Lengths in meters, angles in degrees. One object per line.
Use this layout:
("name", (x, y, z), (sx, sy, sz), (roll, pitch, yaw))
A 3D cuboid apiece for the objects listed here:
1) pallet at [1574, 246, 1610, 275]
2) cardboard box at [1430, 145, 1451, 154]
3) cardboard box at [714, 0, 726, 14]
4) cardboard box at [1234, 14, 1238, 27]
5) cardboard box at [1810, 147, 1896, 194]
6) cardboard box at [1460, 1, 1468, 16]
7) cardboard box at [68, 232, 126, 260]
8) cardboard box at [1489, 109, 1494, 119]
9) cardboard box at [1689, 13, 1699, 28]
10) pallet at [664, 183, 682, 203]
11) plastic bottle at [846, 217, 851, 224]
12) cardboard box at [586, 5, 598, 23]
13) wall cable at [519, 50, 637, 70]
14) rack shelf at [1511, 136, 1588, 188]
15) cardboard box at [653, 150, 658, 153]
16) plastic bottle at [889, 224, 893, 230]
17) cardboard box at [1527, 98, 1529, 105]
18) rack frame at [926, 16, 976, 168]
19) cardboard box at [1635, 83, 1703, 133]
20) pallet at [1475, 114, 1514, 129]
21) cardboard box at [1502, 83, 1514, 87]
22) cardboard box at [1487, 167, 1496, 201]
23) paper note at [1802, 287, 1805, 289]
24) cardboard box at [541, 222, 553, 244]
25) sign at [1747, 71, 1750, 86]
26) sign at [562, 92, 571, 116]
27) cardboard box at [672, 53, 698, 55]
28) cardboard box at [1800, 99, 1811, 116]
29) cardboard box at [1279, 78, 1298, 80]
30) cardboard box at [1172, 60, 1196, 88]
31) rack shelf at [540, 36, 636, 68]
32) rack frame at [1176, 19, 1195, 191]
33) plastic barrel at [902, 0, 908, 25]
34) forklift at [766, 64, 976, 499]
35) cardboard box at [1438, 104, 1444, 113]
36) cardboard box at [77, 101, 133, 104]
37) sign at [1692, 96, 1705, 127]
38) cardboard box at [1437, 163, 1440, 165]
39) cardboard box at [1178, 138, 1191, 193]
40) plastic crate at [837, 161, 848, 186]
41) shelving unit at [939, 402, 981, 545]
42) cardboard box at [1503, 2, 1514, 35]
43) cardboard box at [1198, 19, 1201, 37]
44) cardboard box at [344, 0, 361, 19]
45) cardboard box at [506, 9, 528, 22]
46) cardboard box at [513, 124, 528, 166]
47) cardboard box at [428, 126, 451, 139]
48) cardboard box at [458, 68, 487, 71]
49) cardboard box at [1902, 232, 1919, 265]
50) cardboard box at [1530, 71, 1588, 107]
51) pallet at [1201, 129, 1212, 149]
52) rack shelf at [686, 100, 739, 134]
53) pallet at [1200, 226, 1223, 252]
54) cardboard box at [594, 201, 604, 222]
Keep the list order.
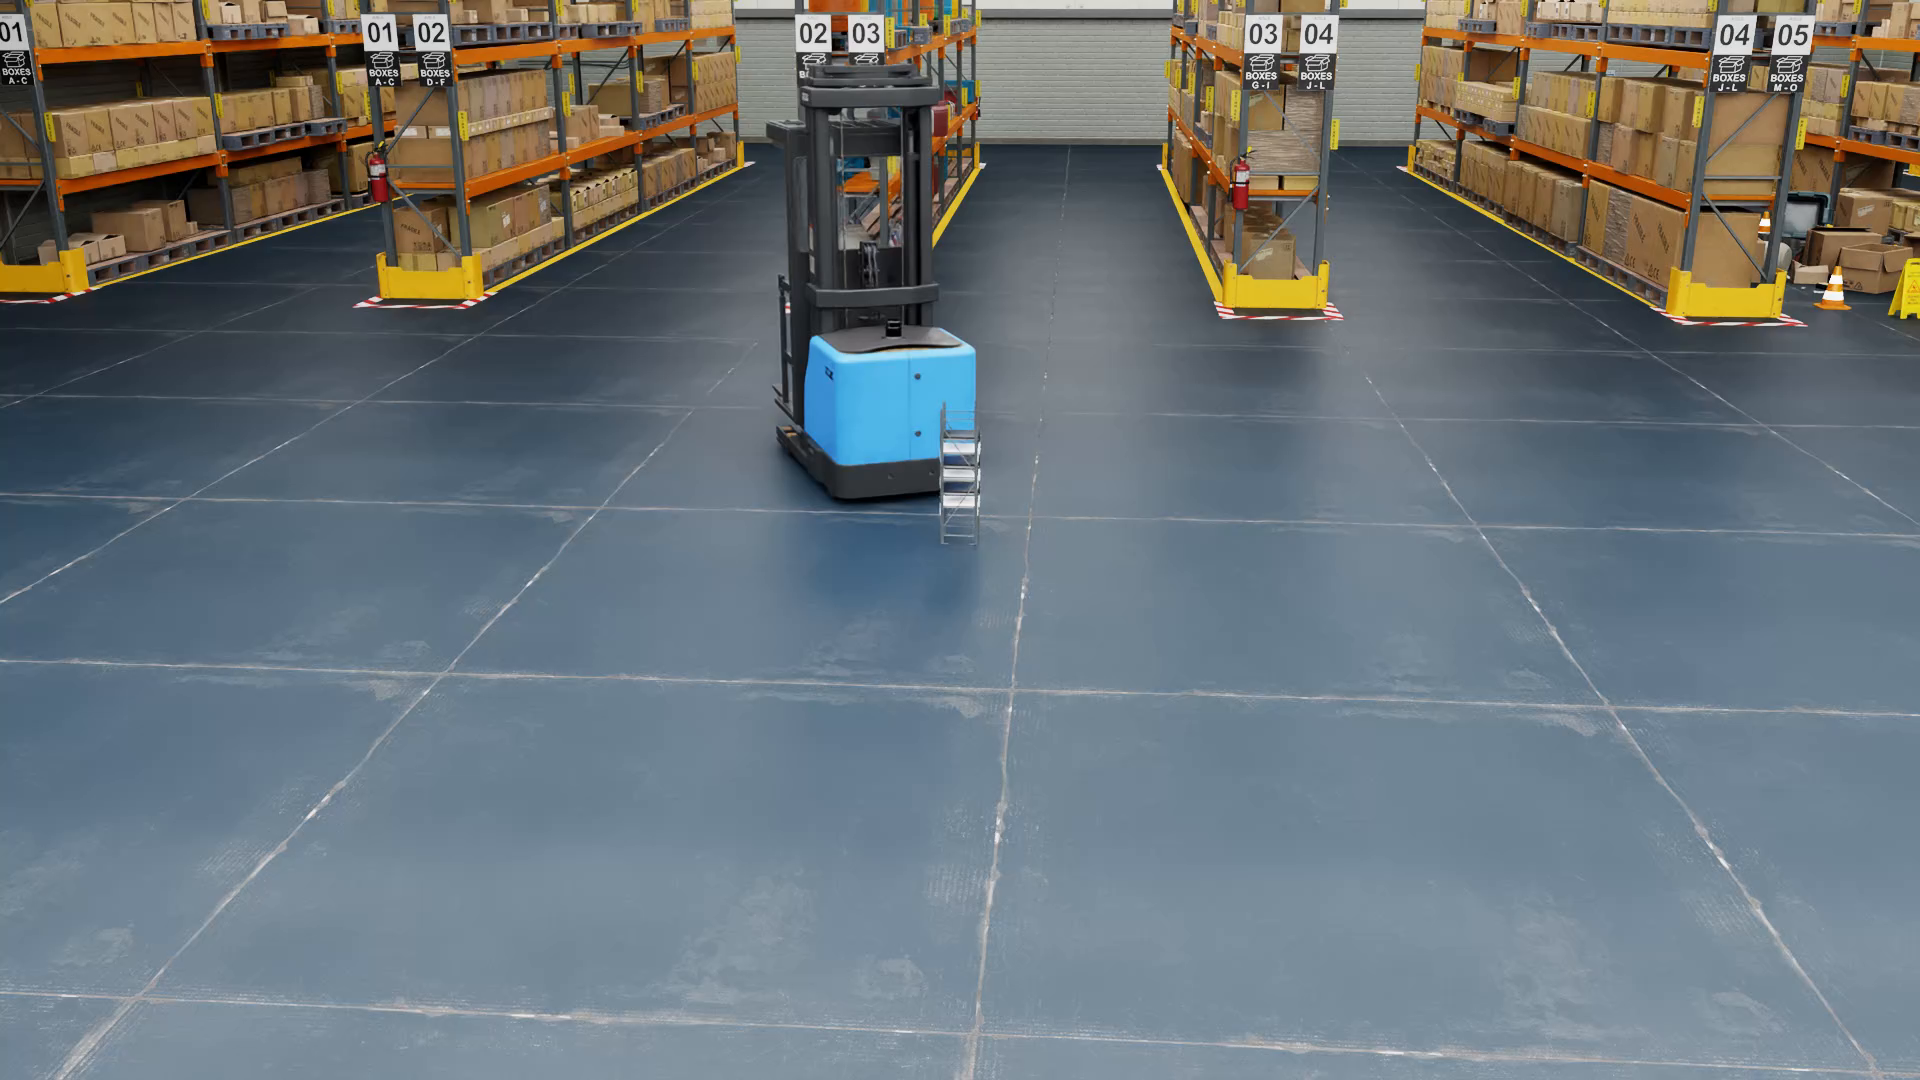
("pallet", (8.708, -3.648, 21.718), (1.003, 0.211, 1.213), (1, 18, 4))
("cardboard box", (9.249, -7.498, 31.937), (0.380, 0.149, 0.250), (2, 18, 5))
("cardboard box", (-4.938, -10.570, 32.986), (0.500, 0.250, 0.500), (1, 18, 4))
("cardboard box", (3.362, -5.989, 19.165), (0.380, 0.149, 0.250), (1, 18, 4))
("cardboard box", (14.204, -5.774, 26.464), (0.875, 0.875, 0.875), (1, 18, 3))
("cardboard box", (9.193, -9.433, 29.515), (0.500, 0.250, 0.500), (0, 18, 1))
("cardboard box", (-11.028, -3.761, 21.194), (0.500, 0.311, 0.500), (3, 18, 8))
("cardboard box", (8.741, -6.851, 26.742), (0.380, 0.149, 0.250), (2, 18, 5))
("cardboard box", (8.258, -5.708, 18.276), (0.380, 0.149, 0.250), (1, 18, 4))
("pallet", (-5.512, -6.098, 29.195), (1.003, 0.211, 1.213), (1, 18, 4))
("plastic bottle", (-1.512, -4.169, 22.377), (0.144, 0.351, 0.185), (2, 18, 5))
("cardboard box", (-5.742, -7.885, 24.920), (0.500, 0.250, 0.500), (1, 18, 3))
("wall cable", (-9.299, -12.532, 39.705), (3.097, 2.526, 0.112), (1, 18, 4))
("rack shelf", (8.983, -5.487, 24.007), (1.077, 0.370, 4.000), (1, 18, 4))
("cardboard box", (-5.712, -6.767, 30.067), (0.500, 0.500, 0.500), (2, 18, 5))
("plastic bottle", (-0.962, -4.105, 22.300), (0.152, 0.276, 0.135), (1, 18, 4))
("cardboard box", (9.432, -7.140, 27.148), (0.380, 0.149, 0.250), (1, 18, 4))
("rack frame", (-0.180, -9.187, 34.144), (1.000, 3.000, 0.127), (1, 18, 4))
("cardboard box", (8.650, -5.176, 19.926), (0.875, 0.550, 0.500), (1, 18, 4))
("pallet", (9.228, -6.975, 27.700), (1.003, 0.211, 1.213), (1, 18, 4))
("cardboard box", (9.541, -7.763, 28.570), (0.380, 0.149, 0.250), (1, 18, 2))
("cardboard box", (8.954, -5.833, 27.248), (0.500, 0.500, 0.500), (2, 18, 6))
("paper note", (10.301, -3.080, 20.308), (0.032, 0.001, 0.123), (12, 22, 32))
("cardboard box", (-5.841, -4.161, 22.546), (0.500, 0.250, 0.500), (1, 18, 4))
("sign", (13.804, -8.074, 29.230), (0.100, 0.325, 0.005), (1, 18, 4))
("sign", (-5.427, -6.009, 22.928), (0.100, 0.325, 0.005), (1, 18, 4))
("cardboard box", (-5.486, -9.372, 32.942), (0.500, 0.500, 0.500), (2, 18, 5))
("cardboard box", (13.902, -7.012, 26.944), (0.500, 0.250, 0.500), (1, 18, 2))
("cardboard box", (4.002, -5.247, 19.874), (0.500, 0.500, 0.500), (1, 18, 4))
("cardboard box", (4.390, -9.044, 32.265), (0.500, 0.500, 0.500), (1, 18, 2))
("rack shelf", (-5.837, -7.277, 24.652), (1.077, 0.370, 4.000), (1, 18, 4))
("rack frame", (4.474, -7.835, 30.016), (1.000, 3.000, 0.127), (1, 18, 4))
("plastic barrel", (-1.076, -7.879, 24.644), (0.600, 0.830, 0.708), (1, 18, 4))
("forklift", (-0.815, -2.100, 12.626), (1.130, 2.935, 3.031), (-6, 19, -17))
("cardboard box", (9.241, -8.154, 31.395), (0.380, 0.149, 0.250), (2, 18, 5))
("cardboard box", (-11.246, -5.520, 21.955), (0.500, 0.500, 0.500), (2, 18, 5))
("sign", (8.013, -4.645, 18.041), (0.100, 0.325, 0.005), (1, 18, 4))
("cardboard box", (9.262, -7.068, 31.579), (0.380, 0.149, 0.250), (2, 18, 5))
("cardboard box", (4.329, -6.273, 27.987), (1.225, 0.875, 0.875), (1, 18, 4))
("plastic crate", (-1.589, -4.310, 19.497), (0.499, 0.251, 0.616), (1, 18, 4))
("shelving unit", (0.001, -0.430, 10.791), (0.258, 0.900, 0.210), (1, 18, 4))
("cardboard box", (8.937, -8.262, 26.341), (0.500, 0.500, 0.500), (1, 18, 4))
("cardboard box", (3.899, -7.806, 25.352), (0.500, 0.250, 0.500), (2, 18, 5))
("cardboard box", (-10.619, -9.095, 28.178), (0.700, 0.500, 0.500), (2, 18, 7))
("cardboard box", (-5.794, -6.764, 21.434), (0.380, 0.149, 0.250), (1, 18, 4))
("cardboard box", (-6.077, -5.162, 21.699), (0.700, 0.500, 0.500), (2, 18, 5))
("cardboard box", (-6.024, -4.803, 19.561), (0.380, 0.149, 0.250), (1, 18, 4))
("cardboard box", (-10.129, -9.166, 33.598), (0.980, 0.700, 0.700), (1, 18, 3))
("cardboard box", (12.351, -3.640, 21.224), (0.500, 0.500, 0.500), (17, 25, 41))
("cardboard box", (9.085, -6.834, 25.194), (0.700, 0.500, 0.500), (1, 18, 4))
("pallet", (4.086, -5.885, 24.375), (1.003, 0.211, 1.213), (1, 18, 4))
("rack shelf", (-5.264, -8.336, 32.702), (1.077, 0.370, 4.000), (1, 18, 4))
("pallet", (3.954, -4.267, 23.605), (1.003, 0.211, 1.213), (1, 18, 4))
("cardboard box", (-5.632, -4.905, 24.815), (0.500, 0.250, 0.500), (1, 18, 2))
